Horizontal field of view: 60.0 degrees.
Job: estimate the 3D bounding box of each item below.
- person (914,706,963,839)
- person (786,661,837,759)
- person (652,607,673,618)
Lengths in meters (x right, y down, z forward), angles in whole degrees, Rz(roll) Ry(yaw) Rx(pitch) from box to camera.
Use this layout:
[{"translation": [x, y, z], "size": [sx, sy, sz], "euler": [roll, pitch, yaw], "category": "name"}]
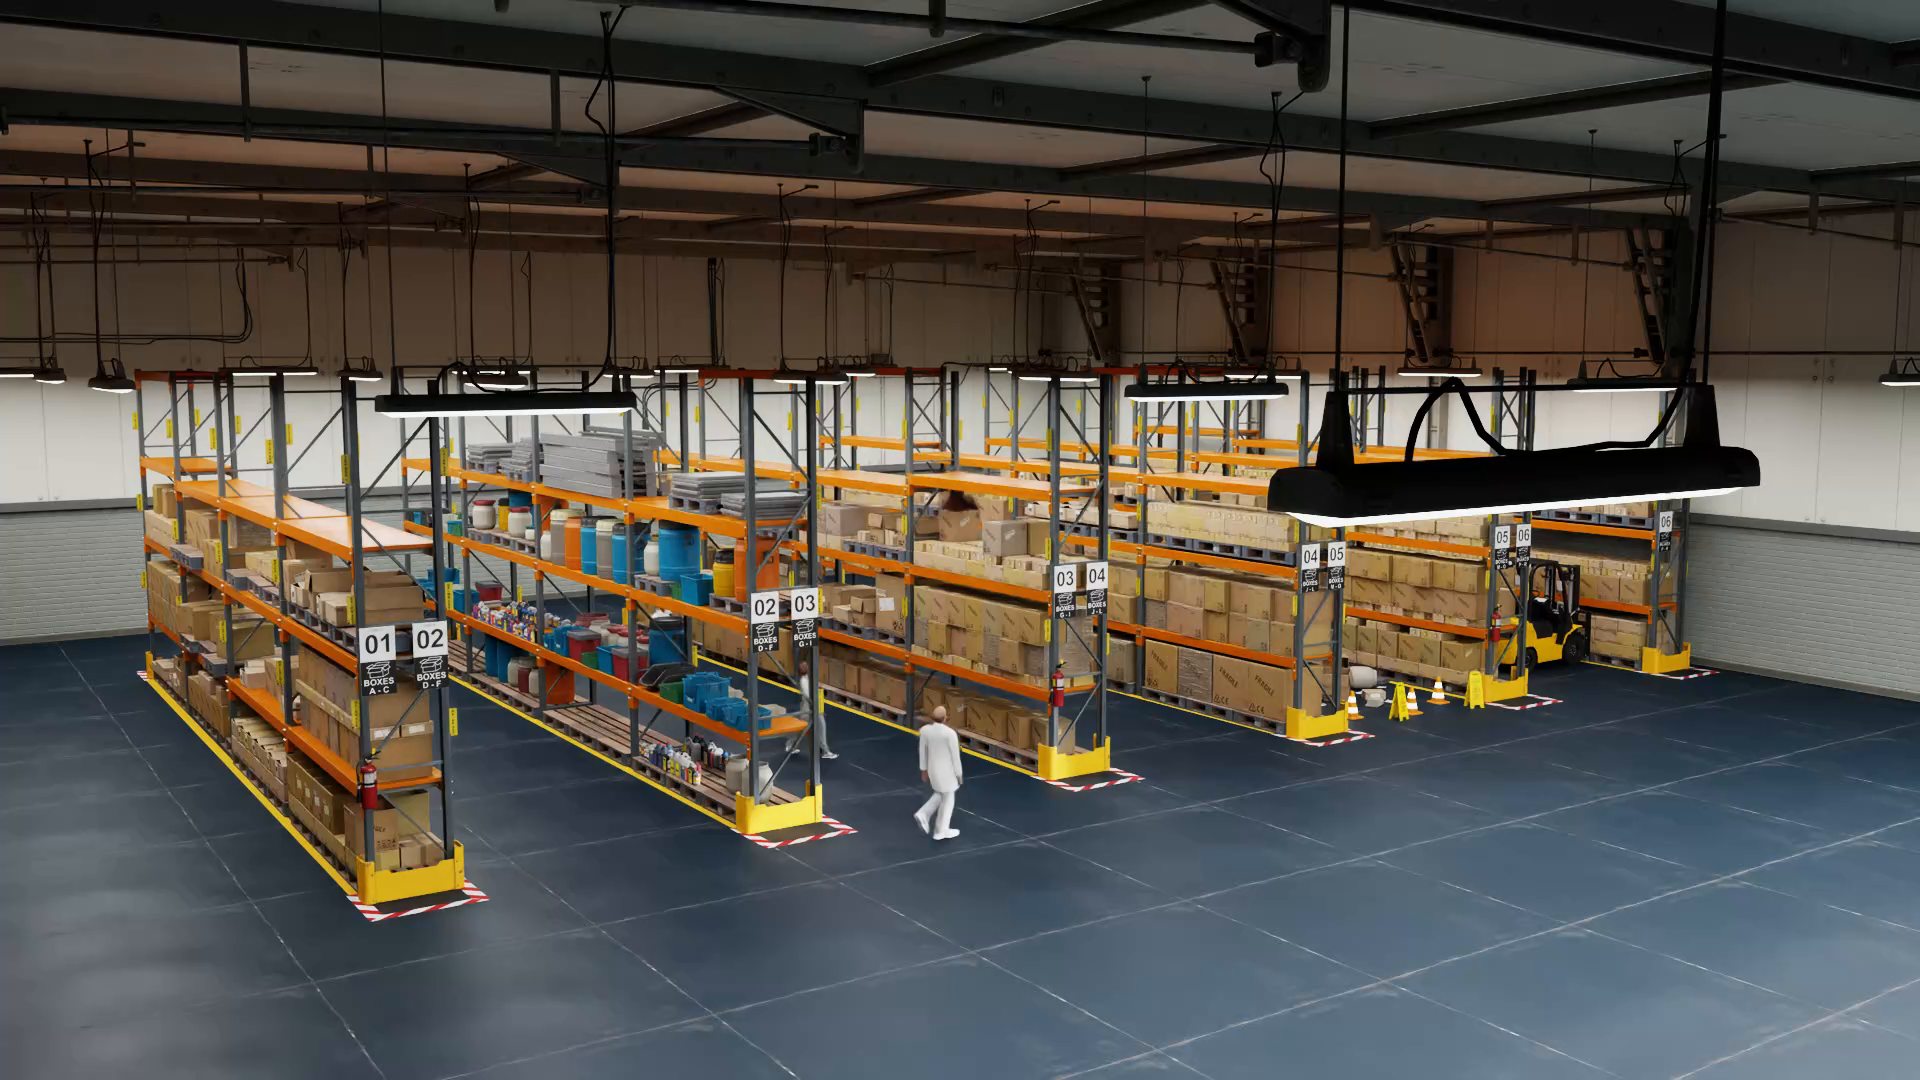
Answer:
[{"translation": [-0.267, 3.007, 21.564], "size": [0.573, 1.756, 0.593], "euler": [-4, 8, -34], "category": "person"}, {"translation": [-2.336, 2.650, 25.946], "size": [0.908, 1.524, 0.387], "euler": [4, 8, 34], "category": "person"}, {"translation": [-5.700, 1.917, 32.046], "size": [0.489, 1.620, 0.938], "euler": [-4, 7, -29], "category": "person"}]
